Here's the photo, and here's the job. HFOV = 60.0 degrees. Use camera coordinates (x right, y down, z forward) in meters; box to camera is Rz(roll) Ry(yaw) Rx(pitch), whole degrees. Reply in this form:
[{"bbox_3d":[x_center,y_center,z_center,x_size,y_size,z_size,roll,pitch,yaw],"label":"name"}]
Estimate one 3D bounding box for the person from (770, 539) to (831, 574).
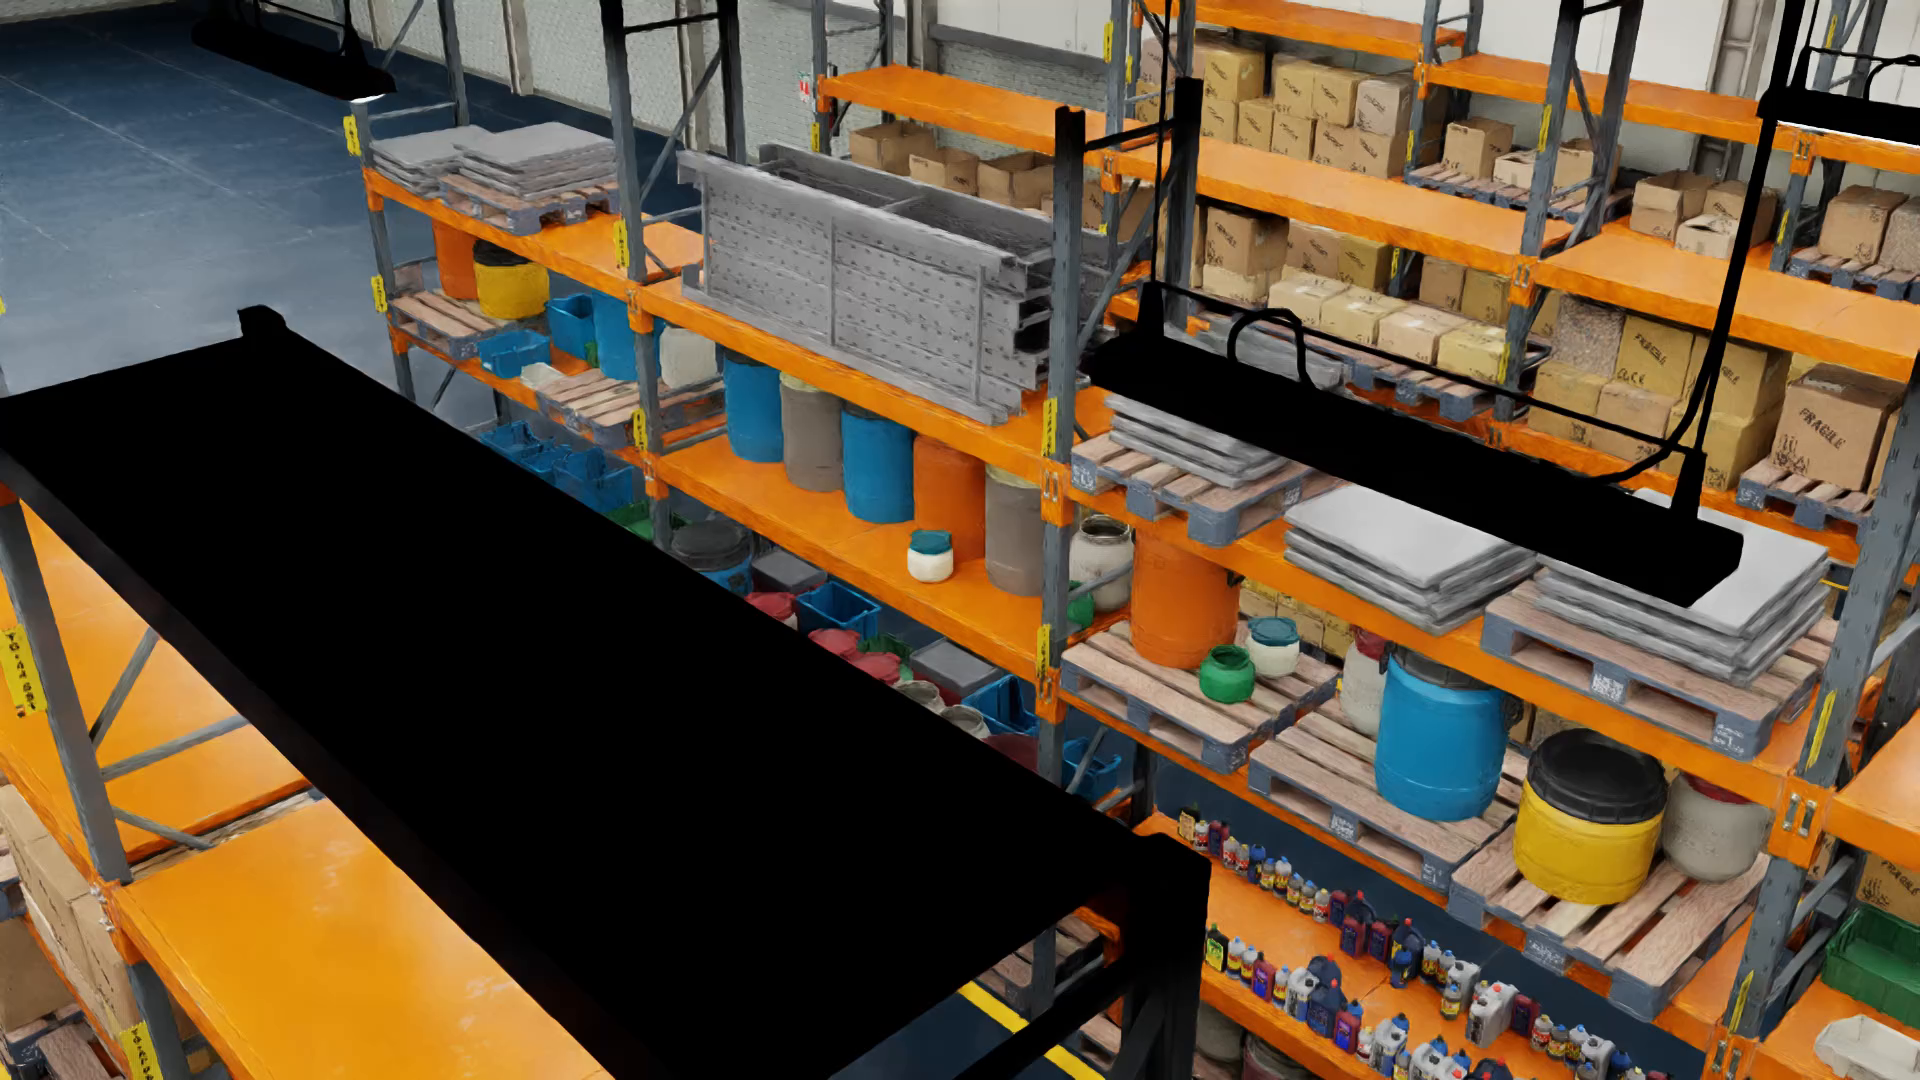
[{"bbox_3d":[-1.584,-0.342,15.819,0.664,1.598,0.608,20,34,33],"label":"person"}]
